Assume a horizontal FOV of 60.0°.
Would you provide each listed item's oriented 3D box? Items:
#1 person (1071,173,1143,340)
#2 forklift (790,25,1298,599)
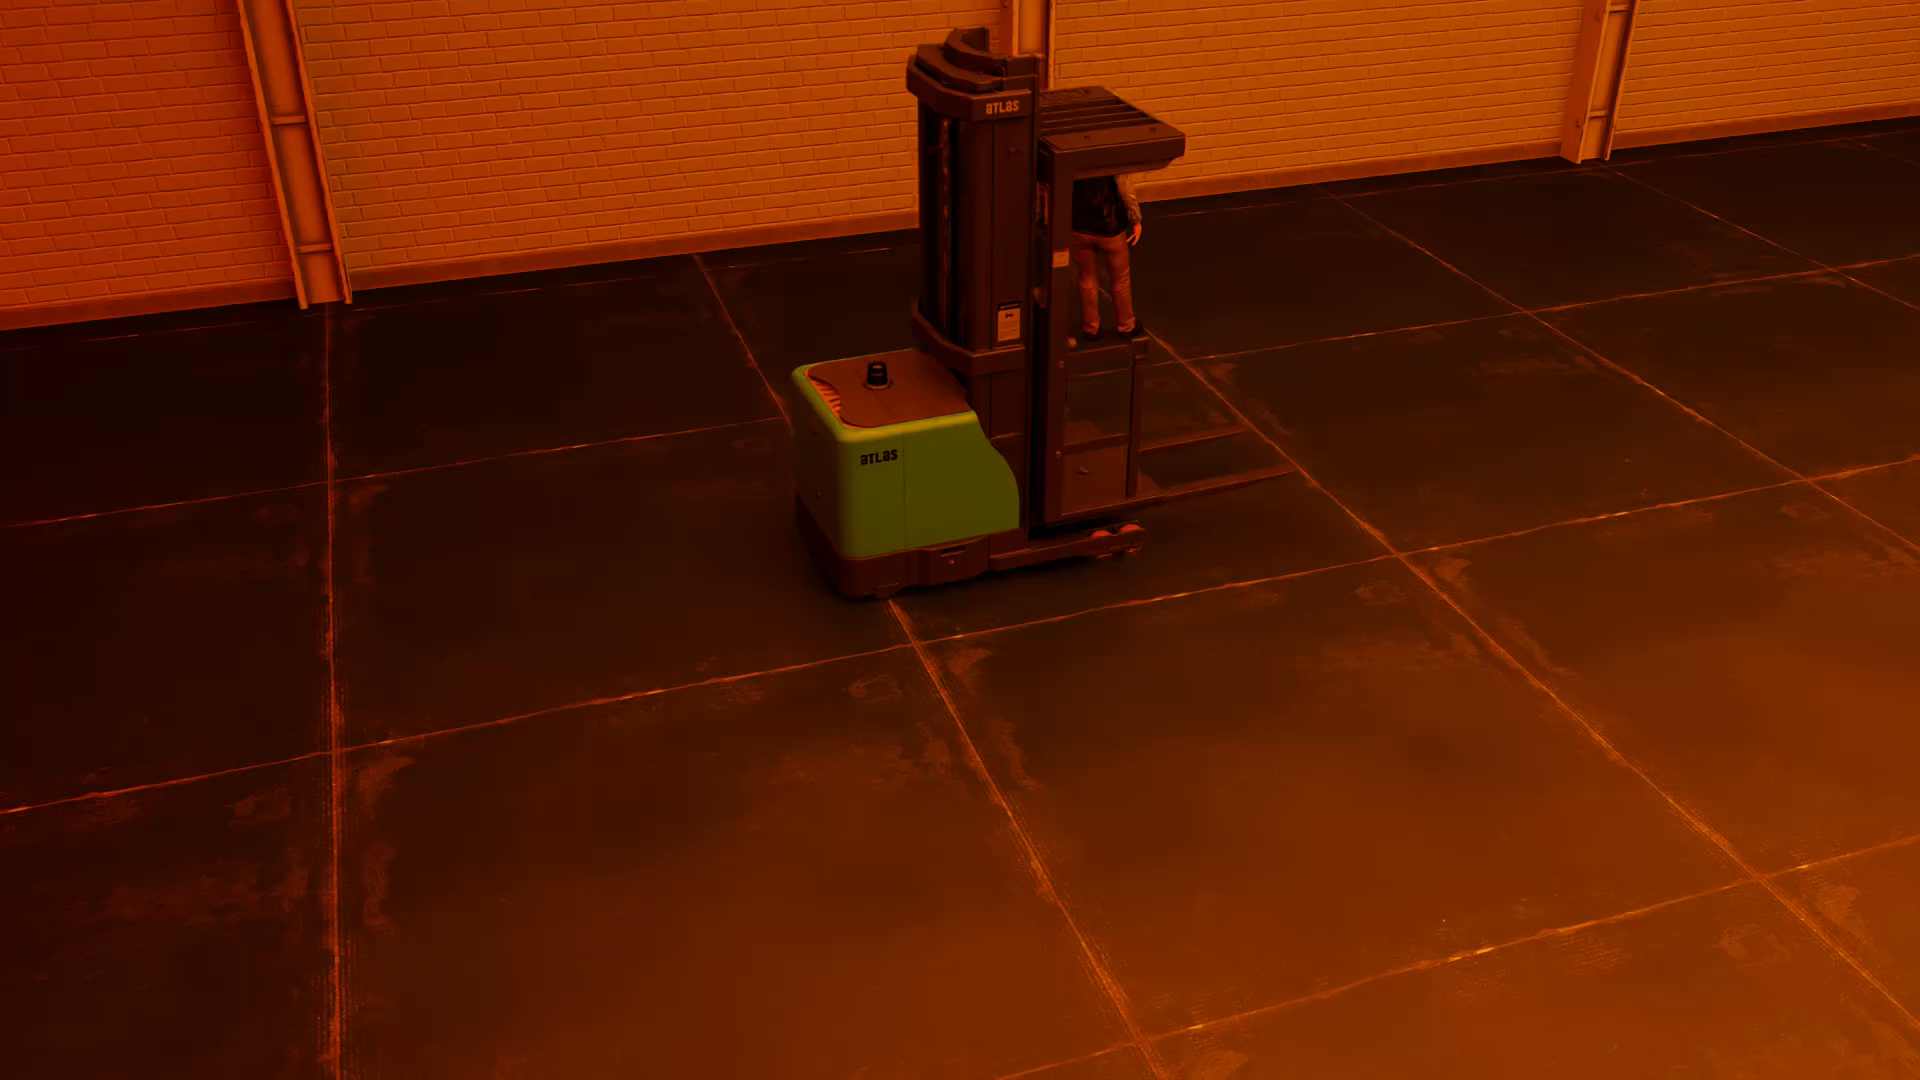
[{"bbox_3d":[1.049,-2.318,12.315,0.631,1.720,0.568,10,31,17],"label":"person"},{"bbox_3d":[0.572,-1.393,9.507,3.031,2.935,1.130,-11,32,-19],"label":"forklift"}]
